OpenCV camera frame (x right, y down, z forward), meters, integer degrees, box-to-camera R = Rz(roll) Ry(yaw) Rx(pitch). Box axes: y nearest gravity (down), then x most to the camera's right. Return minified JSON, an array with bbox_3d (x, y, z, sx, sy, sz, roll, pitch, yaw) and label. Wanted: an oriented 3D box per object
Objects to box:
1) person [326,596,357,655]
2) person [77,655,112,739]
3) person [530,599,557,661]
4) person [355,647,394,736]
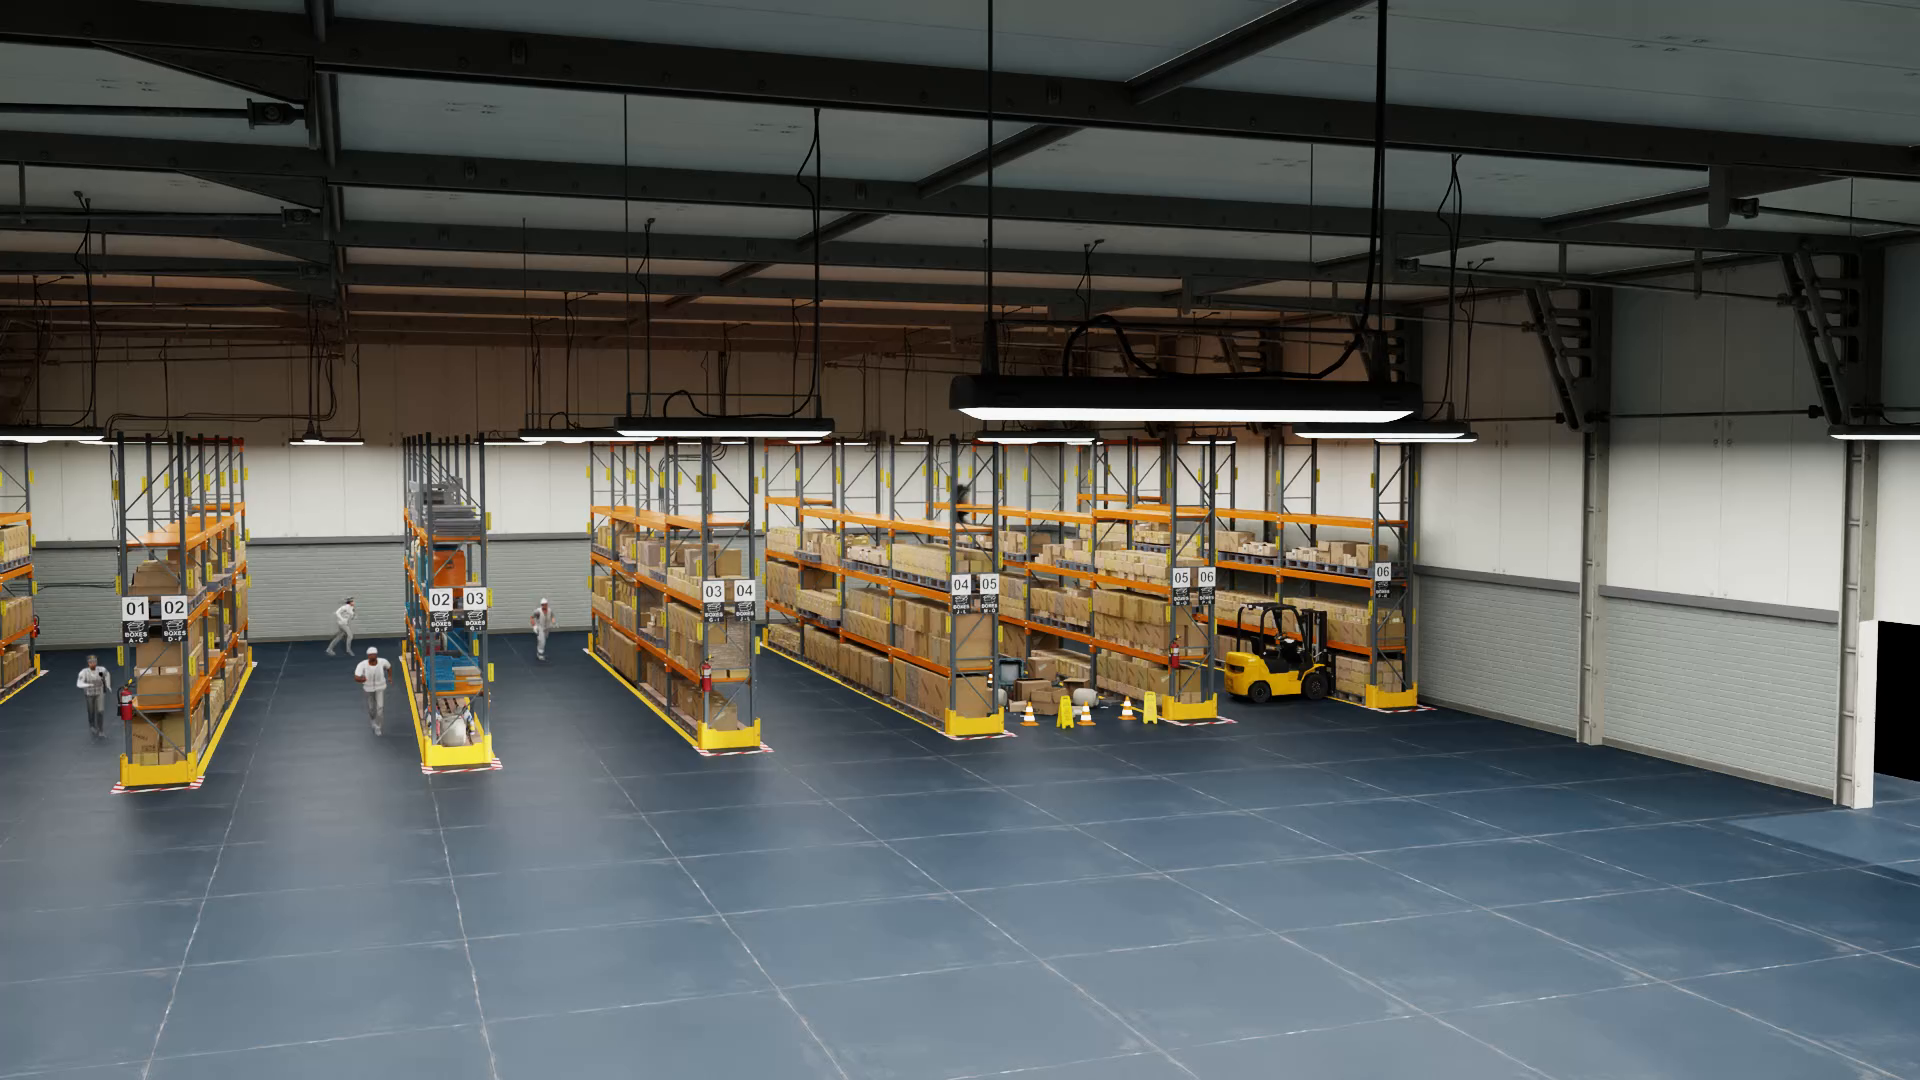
[{"bbox_3d":[-17.098,2.380,46.052,0.830,1.626,0.615,0,3,-3],"label":"person"},{"bbox_3d":[-17.147,3.081,32.953,0.597,1.654,0.941,-2,4,-26],"label":"person"},{"bbox_3d":[-11.204,2.404,44.711,0.920,1.700,0.688,2,4,38],"label":"person"},{"bbox_3d":[-11.738,2.998,33.338,0.728,1.750,0.989,-1,3,-16],"label":"person"}]
